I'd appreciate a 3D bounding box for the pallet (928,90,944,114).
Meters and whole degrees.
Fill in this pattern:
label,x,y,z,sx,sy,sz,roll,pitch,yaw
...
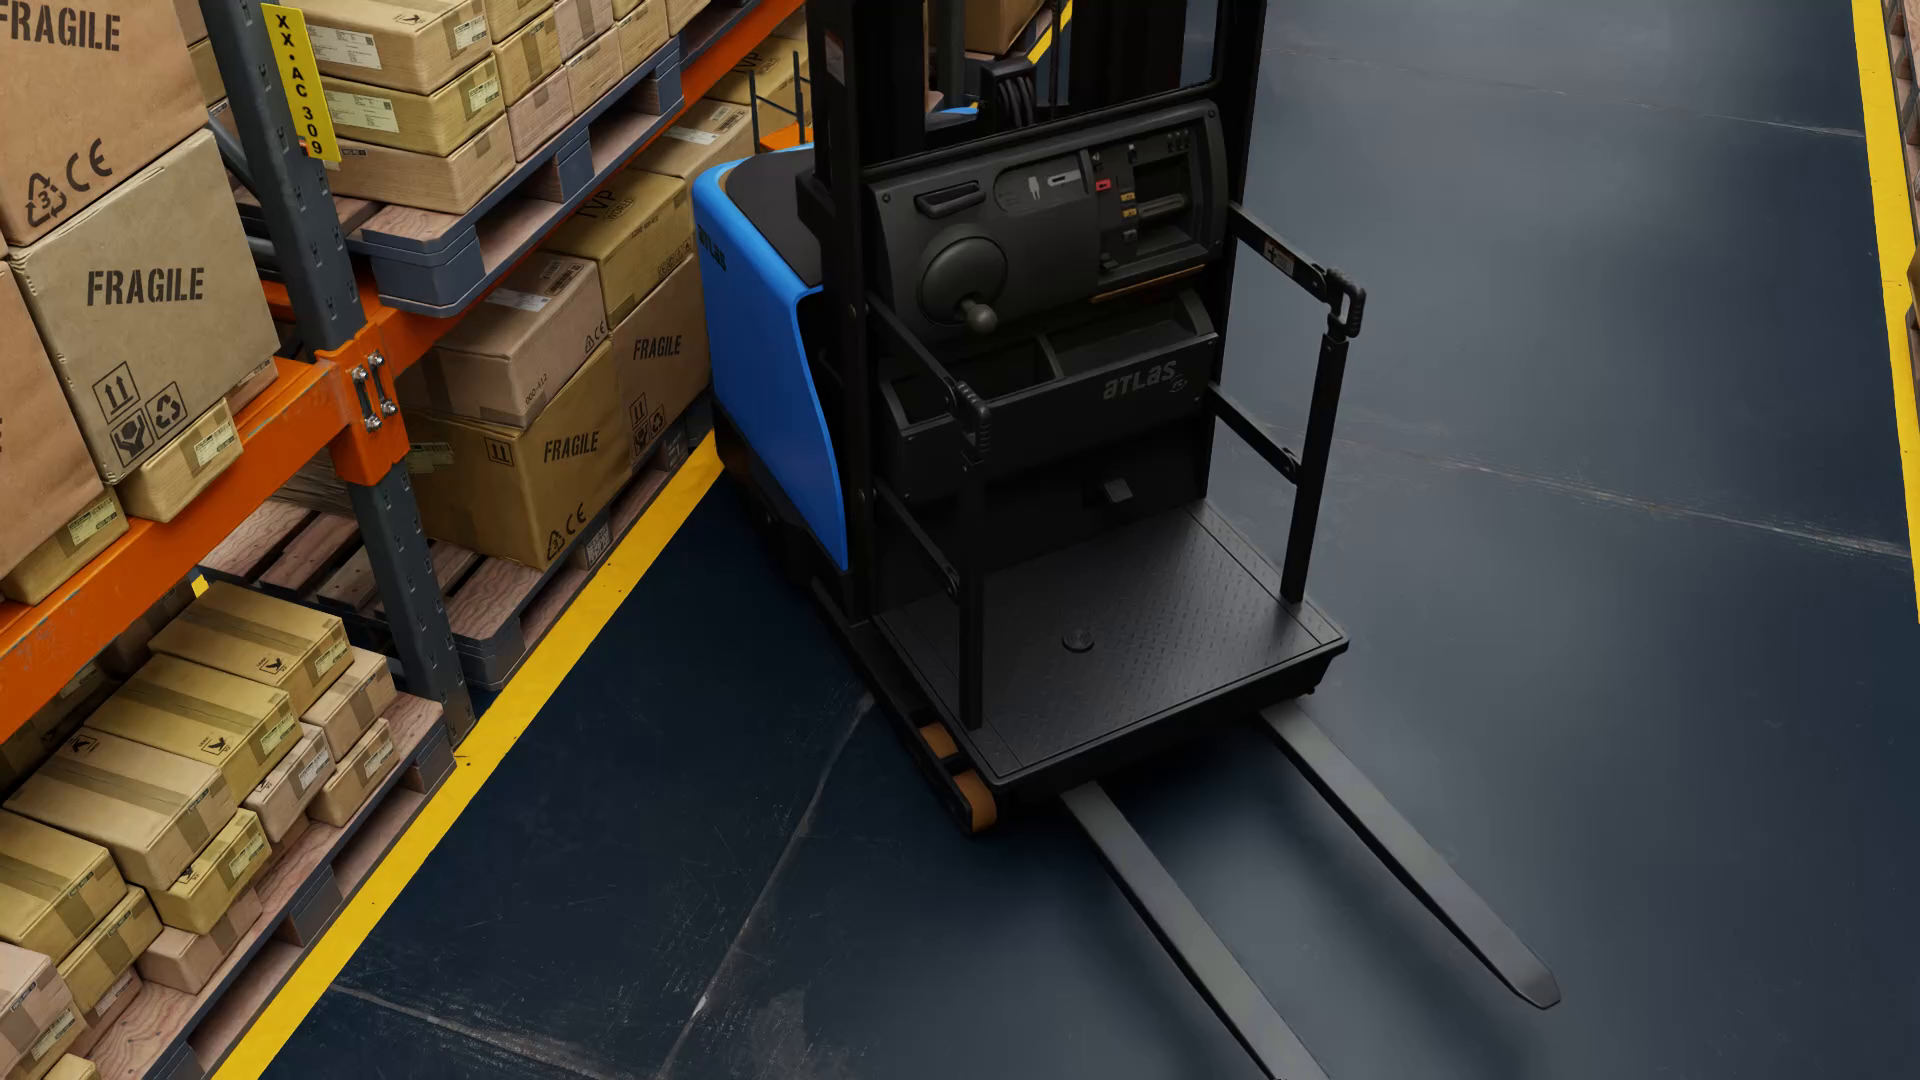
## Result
label,x,y,z,sx,sy,sz,roll,pitch,yaw
pallet,-0.740,-1.605,6.969,1.003,0.211,1.213,13,42,15

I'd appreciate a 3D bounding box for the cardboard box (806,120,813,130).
label,x,y,z,sx,sy,sz,roll,pitch,yaw
cardboard box,-0.797,-1.250,6.006,0.500,0.500,0.500,11,42,13

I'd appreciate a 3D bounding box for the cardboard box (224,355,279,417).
label,x,y,z,sx,sy,sz,roll,pitch,yaw
cardboard box,-1.717,-0.381,3.579,0.380,0.149,0.250,13,42,15

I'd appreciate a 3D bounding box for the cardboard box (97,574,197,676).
label,x,y,z,sx,sy,sz,roll,pitch,yaw
cardboard box,-2.152,0.160,4.166,0.380,0.149,0.250,15,43,17

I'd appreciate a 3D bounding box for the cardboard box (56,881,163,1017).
label,x,y,z,sx,sy,sz,roll,pitch,yaw
cardboard box,-1.982,0.838,3.600,0.380,0.149,0.250,14,42,15

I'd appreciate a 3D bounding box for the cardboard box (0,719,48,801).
label,x,y,z,sx,sy,sz,roll,pitch,yaw
cardboard box,-2.342,0.480,3.791,0.380,0.149,0.250,13,42,14

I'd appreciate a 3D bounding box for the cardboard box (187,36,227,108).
label,x,y,z,sx,sy,sz,roll,pitch,yaw
cardboard box,-1.889,-1.166,3.947,0.380,0.149,0.250,15,43,16

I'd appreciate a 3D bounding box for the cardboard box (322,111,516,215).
label,x,y,z,sx,sy,sz,roll,pitch,yaw
cardboard box,-1.272,-0.905,3.870,0.380,0.149,0.250,11,42,13

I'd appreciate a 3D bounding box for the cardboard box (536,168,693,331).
label,x,y,z,sx,sy,sz,roll,pitch,yaw
cardboard box,-1.158,-0.914,5.035,0.500,0.250,0.500,14,43,16

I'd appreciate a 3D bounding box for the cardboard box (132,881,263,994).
label,x,y,z,sx,sy,sz,roll,pitch,yaw
cardboard box,-1.850,0.852,3.813,0.380,0.149,0.250,12,42,14

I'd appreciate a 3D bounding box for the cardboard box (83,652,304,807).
label,x,y,z,sx,sy,sz,roll,pitch,yaw
cardboard box,-1.766,0.435,3.843,0.380,0.149,0.250,14,42,16

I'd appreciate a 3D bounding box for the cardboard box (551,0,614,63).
label,x,y,z,sx,sy,sz,roll,pitch,yaw
cardboard box,-1.097,-1.334,4.143,0.380,0.149,0.250,14,42,16

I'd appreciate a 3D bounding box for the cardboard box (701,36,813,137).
label,x,y,z,sx,sy,sz,roll,pitch,yaw
cardboard box,-0.810,-1.544,5.773,0.500,0.250,0.500,14,42,16

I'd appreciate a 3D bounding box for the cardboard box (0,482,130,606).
label,x,y,z,sx,sy,sz,roll,pitch,yaw
cardboard box,-1.850,-0.050,3.191,0.380,0.149,0.250,15,43,17

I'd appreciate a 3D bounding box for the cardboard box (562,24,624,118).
label,x,y,z,sx,sy,sz,roll,pitch,yaw
cardboard box,-1.094,-1.227,4.247,0.380,0.149,0.250,14,42,15

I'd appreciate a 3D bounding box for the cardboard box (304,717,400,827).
label,x,y,z,sx,sy,sz,roll,pitch,yaw
cardboard box,-1.653,0.537,4.182,0.380,0.149,0.250,14,42,16

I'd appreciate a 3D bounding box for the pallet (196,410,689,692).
label,x,y,z,sx,sy,sz,roll,pitch,yaw
pallet,-1.574,-0.117,5.224,1.003,0.211,1.213,13,42,15

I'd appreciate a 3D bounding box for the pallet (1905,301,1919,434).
label,x,y,z,sx,sy,sz,roll,pitch,yaw
pallet,3.815,-0.455,5.620,1.003,0.211,1.213,13,42,15

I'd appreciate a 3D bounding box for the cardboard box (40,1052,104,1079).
label,x,y,z,sx,sy,sz,roll,pitch,yaw
cardboard box,-2.007,1.168,3.442,0.380,0.149,0.250,13,42,15

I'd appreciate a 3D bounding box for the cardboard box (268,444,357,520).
label,x,y,z,sx,sy,sz,roll,pitch,yaw
cardboard box,-1.823,-0.419,5.032,0.500,0.500,0.500,13,42,14

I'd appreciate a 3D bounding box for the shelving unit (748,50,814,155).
label,x,y,z,sx,sy,sz,roll,pitch,yaw
shelving unit,-0.501,-0.975,5.466,0.258,1.200,0.189,32,49,31

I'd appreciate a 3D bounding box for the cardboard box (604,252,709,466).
label,x,y,z,sx,sy,sz,roll,pitch,yaw
cardboard box,-1.158,-0.626,5.275,0.500,0.500,0.500,15,43,17

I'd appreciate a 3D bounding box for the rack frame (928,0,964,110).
label,x,y,z,sx,sy,sz,roll,pitch,yaw
rack frame,-0.471,-3.142,6.622,1.000,3.000,0.127,13,42,15

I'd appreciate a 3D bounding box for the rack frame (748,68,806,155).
label,x,y,z,sx,sy,sz,roll,pitch,yaw
rack frame,-0.564,-0.932,5.415,0.240,1.200,0.006,32,49,31

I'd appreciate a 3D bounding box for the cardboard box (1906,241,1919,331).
label,x,y,z,sx,sy,sz,roll,pitch,yaw
cardboard box,3.900,-0.915,5.325,1.225,0.875,0.875,11,42,13

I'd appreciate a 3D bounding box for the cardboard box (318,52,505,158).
label,x,y,z,sx,sy,sz,roll,pitch,yaw
cardboard box,-1.272,-1.018,3.773,0.380,0.149,0.250,14,42,16

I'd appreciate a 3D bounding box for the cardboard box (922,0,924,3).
label,x,y,z,sx,sy,sz,roll,pitch,yaw
cardboard box,-0.459,-2.161,6.496,0.500,0.250,0.500,12,42,14

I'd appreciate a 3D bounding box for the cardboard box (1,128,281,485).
label,x,y,z,sx,sy,sz,roll,pitch,yaw
cardboard box,-1.739,-0.496,3.214,0.500,0.500,0.500,13,42,15

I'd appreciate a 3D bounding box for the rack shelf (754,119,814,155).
label,x,y,z,sx,sy,sz,roll,pitch,yaw
rack shelf,-0.498,-1.215,5.261,0.258,0.103,0.180,32,49,31

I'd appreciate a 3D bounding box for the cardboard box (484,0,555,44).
label,x,y,z,sx,sy,sz,roll,pitch,yaw
cardboard box,-1.183,-1.303,3.877,0.380,0.149,0.250,14,43,16

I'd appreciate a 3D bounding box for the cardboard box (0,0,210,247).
label,x,y,z,sx,sy,sz,roll,pitch,yaw
cardboard box,-1.746,-0.887,2.902,0.500,0.500,0.500,12,42,14

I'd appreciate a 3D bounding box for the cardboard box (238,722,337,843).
label,x,y,z,sx,sy,sz,roll,pitch,yaw
cardboard box,-1.729,0.540,3.950,0.380,0.149,0.250,11,42,13

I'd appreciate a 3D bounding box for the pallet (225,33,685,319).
label,x,y,z,sx,sy,sz,roll,pitch,yaw
pallet,-1.441,-1.063,4.333,1.003,0.211,1.213,13,42,15

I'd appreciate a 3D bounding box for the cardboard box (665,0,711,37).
label,x,y,z,sx,sy,sz,roll,pitch,yaw
cardboard box,-0.920,-1.535,4.608,0.380,0.149,0.250,12,42,13

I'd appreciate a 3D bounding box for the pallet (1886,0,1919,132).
label,x,y,z,sx,sy,sz,roll,pitch,yaw
pallet,4.843,-2.137,7.592,1.003,0.211,1.213,13,42,15

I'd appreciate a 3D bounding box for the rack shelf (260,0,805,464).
label,x,y,z,sx,sy,sz,roll,pitch,yaw
rack shelf,-1.155,-1.649,5.426,1.077,0.370,4.000,13,42,15

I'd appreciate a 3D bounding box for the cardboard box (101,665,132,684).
label,x,y,z,sx,sy,sz,roll,pitch,yaw
cardboard box,-2.264,0.259,4.279,0.380,0.149,0.250,15,43,17

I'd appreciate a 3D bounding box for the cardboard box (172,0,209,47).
label,x,y,z,sx,sy,sz,roll,pitch,yaw
cardboard box,-1.885,-1.281,3.852,0.380,0.149,0.250,15,43,17

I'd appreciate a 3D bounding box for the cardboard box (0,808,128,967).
label,x,y,z,sx,sy,sz,roll,pitch,yaw
cardboard box,-2.007,0.730,3.498,0.380,0.149,0.250,15,43,16

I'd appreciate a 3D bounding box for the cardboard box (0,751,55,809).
label,x,y,z,sx,sy,sz,roll,pitch,yaw
cardboard box,-2.315,0.590,3.891,0.380,0.149,0.250,13,42,15

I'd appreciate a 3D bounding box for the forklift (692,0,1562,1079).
label,x,y,z,sx,sy,sz,roll,pitch,yaw
forklift,0.336,-0.686,3.796,1.130,2.935,3.031,-19,44,-21
